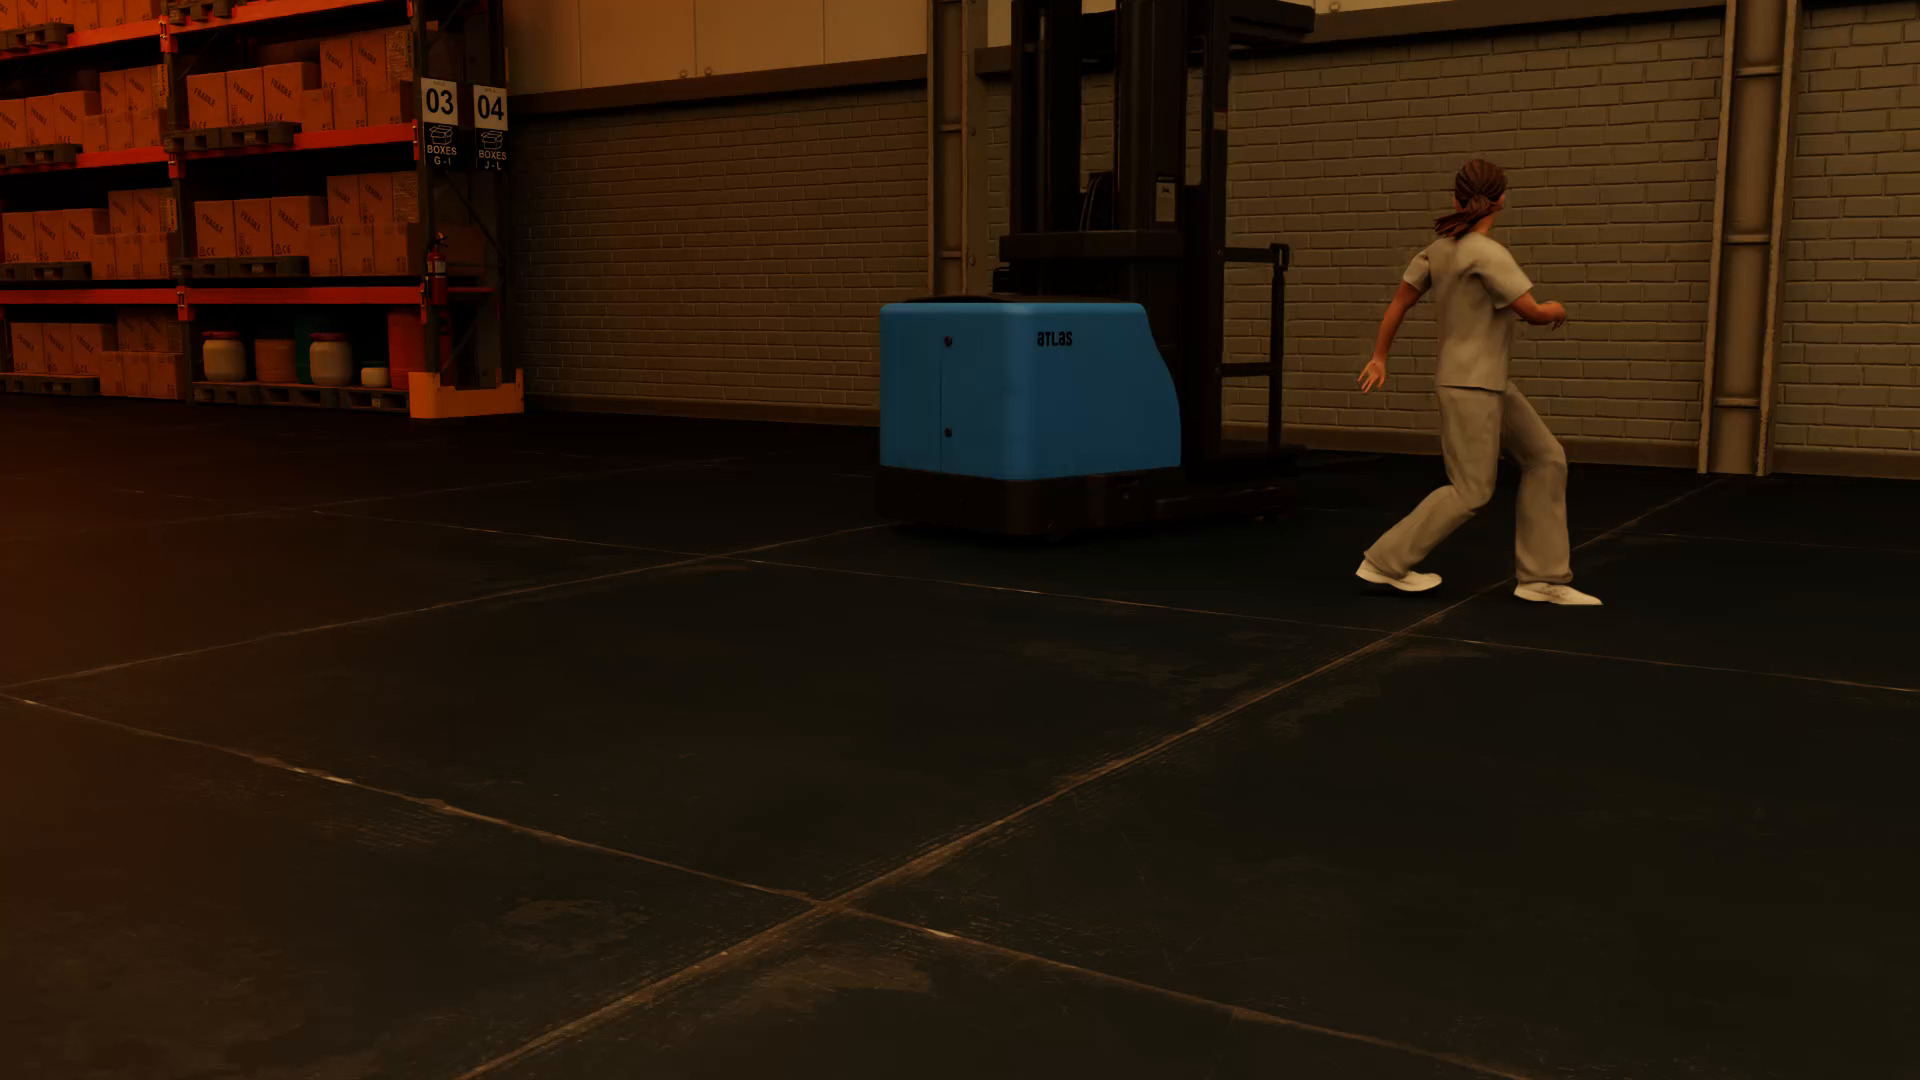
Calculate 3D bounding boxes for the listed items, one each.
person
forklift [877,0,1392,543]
[{"bbox_3d":[1.888,-0.557,6.004,0.886,1.607,0.461,2,8,14],"label":"person"},{"bbox_3d":[1.047,-1.587,8.353,3.031,2.935,1.130,-7,11,-41],"label":"forklift"}]
